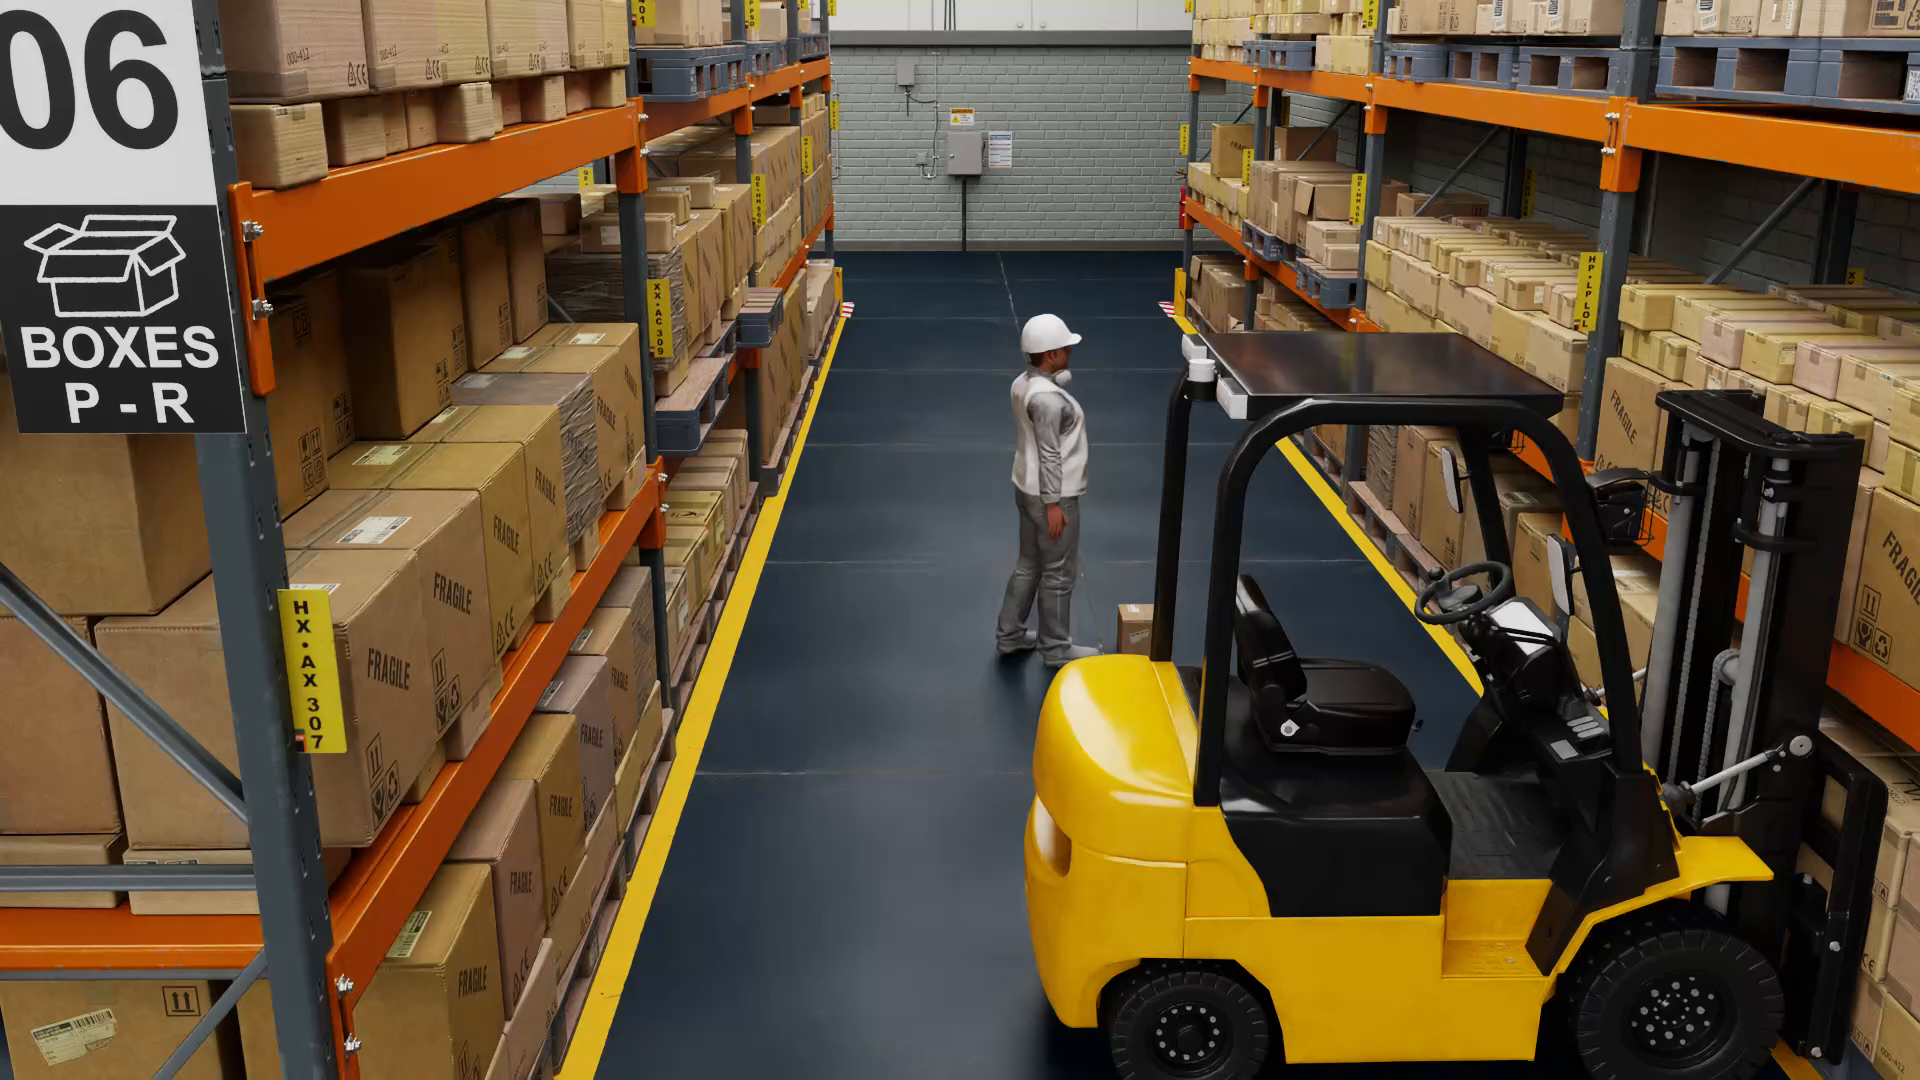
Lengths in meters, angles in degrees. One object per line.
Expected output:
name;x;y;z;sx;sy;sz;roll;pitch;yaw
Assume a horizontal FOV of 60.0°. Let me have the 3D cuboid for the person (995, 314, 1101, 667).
person;0.445;-0.246;8.284;0.505;1.776;0.555;-4;17;-13
